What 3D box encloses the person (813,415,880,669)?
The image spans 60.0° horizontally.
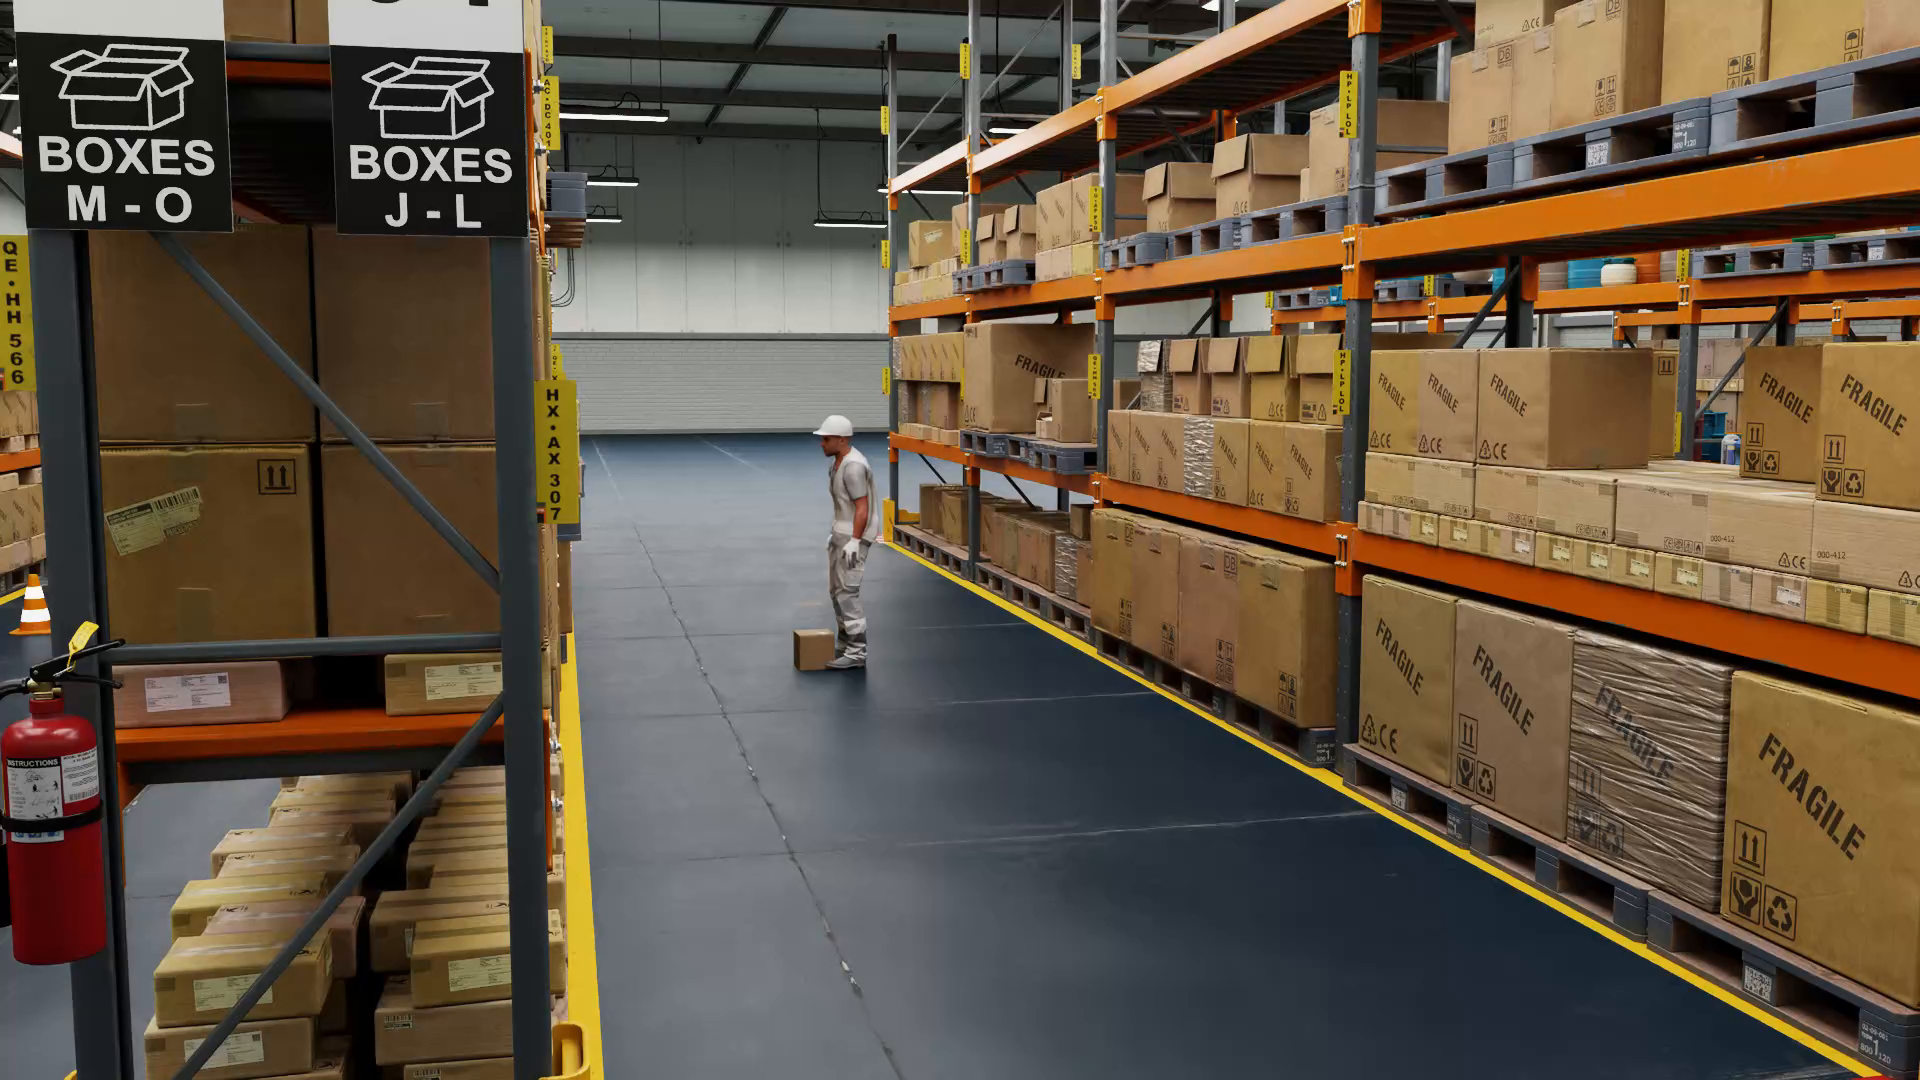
[{"bbox_3d":[-0.812,0.010,11.735,0.453,1.777,0.608,-2,6,-17],"label":"person"}]
